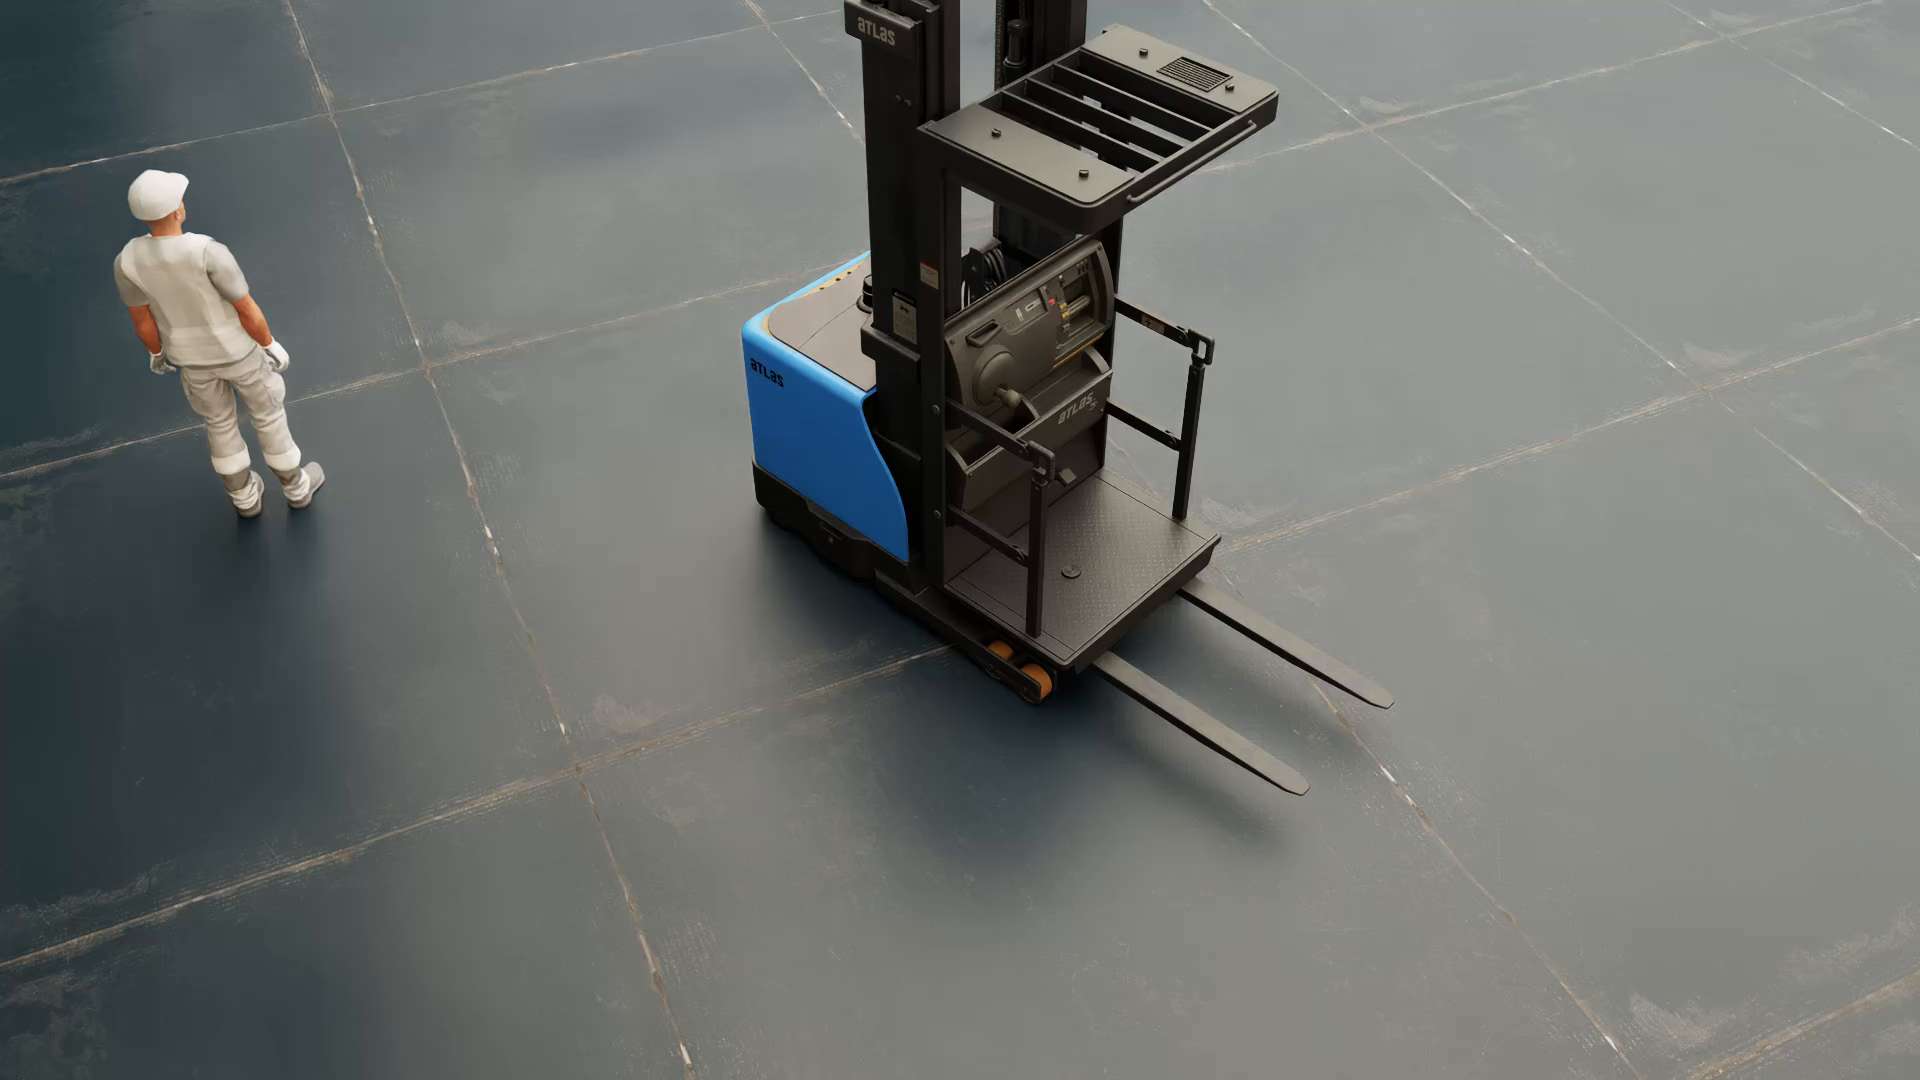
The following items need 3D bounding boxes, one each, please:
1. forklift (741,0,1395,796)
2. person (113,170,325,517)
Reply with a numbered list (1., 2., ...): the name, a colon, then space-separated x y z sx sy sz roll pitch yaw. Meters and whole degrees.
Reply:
1. forklift: 0.445 -0.788 6.525 3.031 2.935 1.130 32 52 30
2. person: -3.321 -0.867 7.447 0.603 1.795 0.374 -3 43 -3
